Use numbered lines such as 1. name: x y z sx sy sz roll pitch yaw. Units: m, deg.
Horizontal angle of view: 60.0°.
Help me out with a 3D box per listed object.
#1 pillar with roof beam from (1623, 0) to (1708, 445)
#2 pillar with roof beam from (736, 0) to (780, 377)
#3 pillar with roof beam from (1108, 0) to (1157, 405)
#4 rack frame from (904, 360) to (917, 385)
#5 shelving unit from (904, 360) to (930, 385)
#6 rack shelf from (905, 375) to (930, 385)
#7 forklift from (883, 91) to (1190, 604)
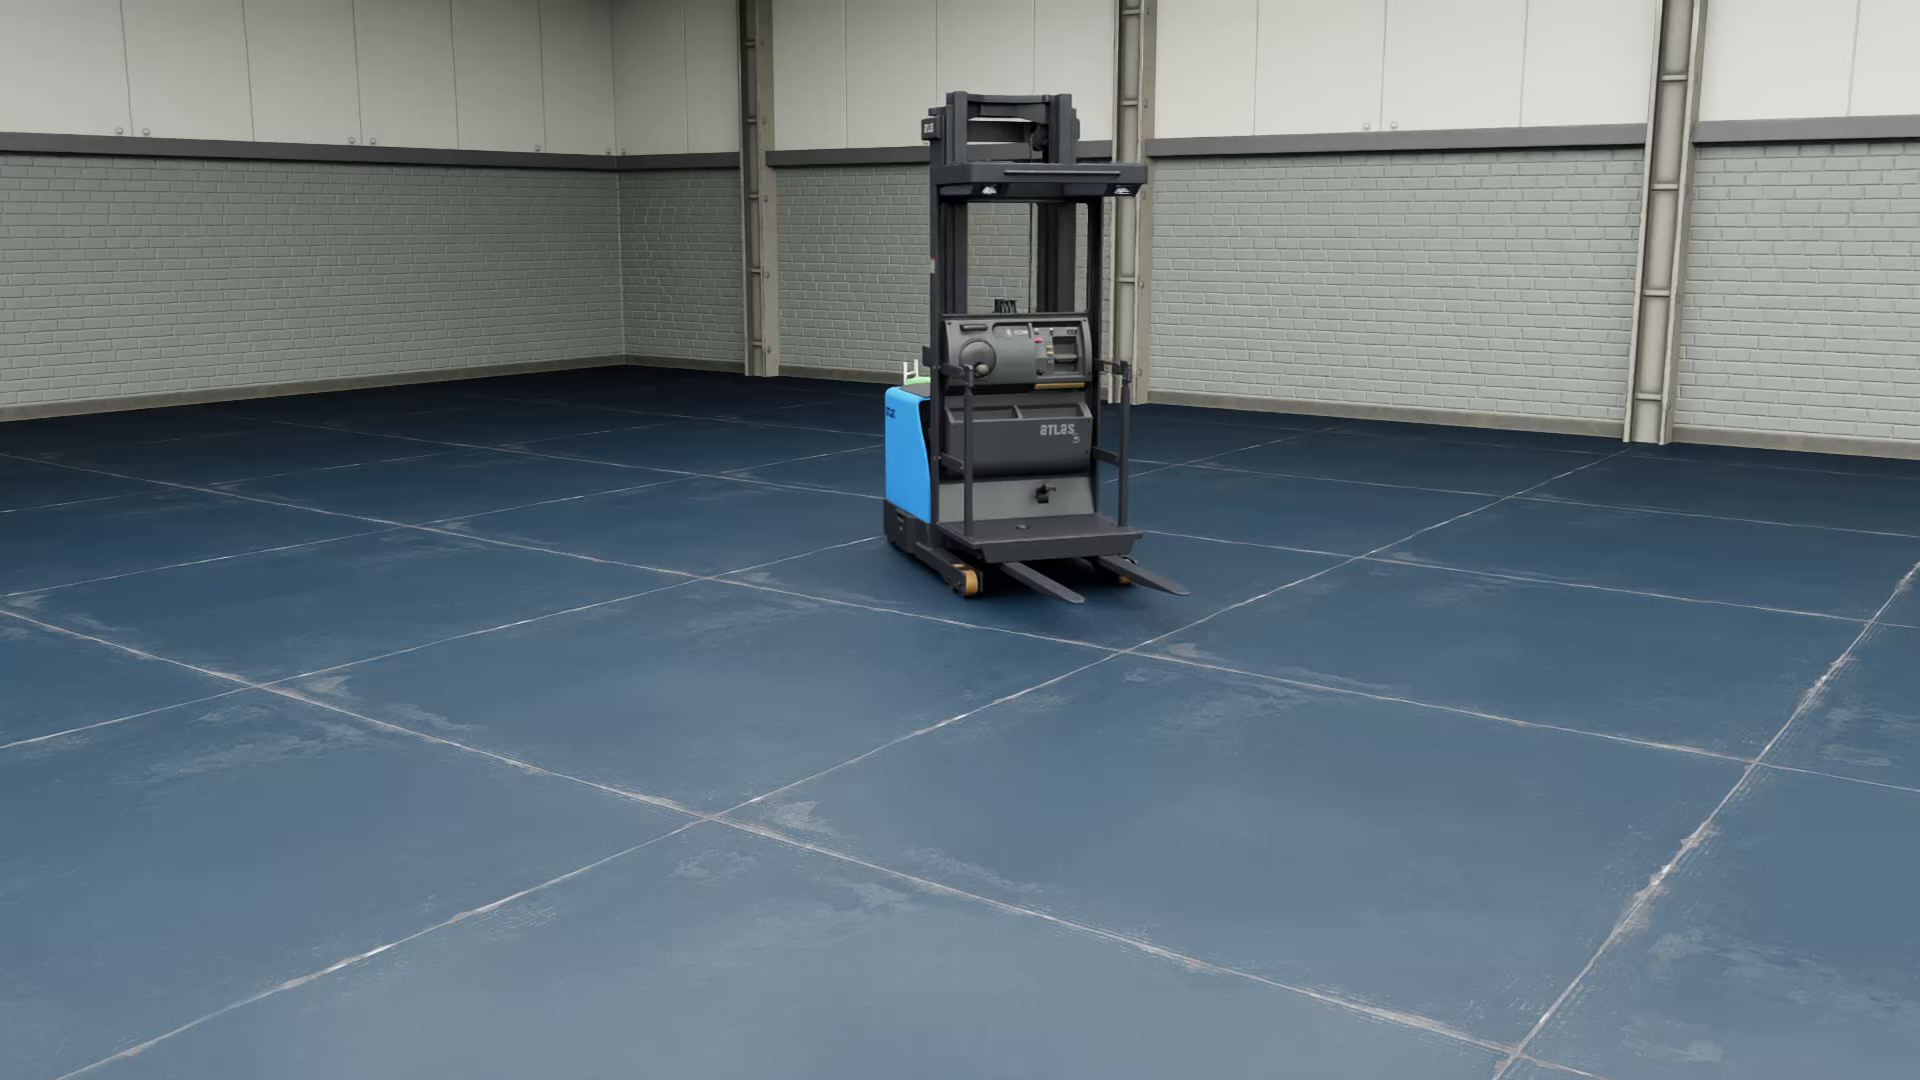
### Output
1. pillar with roof beam: 4.321 -4.743 12.354 0.400 9.000 9.100 8 13 36
2. pillar with roof beam: -5.351 -6.092 19.328 0.400 9.000 9.100 8 13 36
3. pillar with roof beam: -0.515 -5.418 15.841 0.400 9.000 9.100 8 13 36
4. rack frame: -0.349 -0.675 11.860 0.015 1.200 0.240 4 12 18
5. shelving unit: -0.118 -0.660 11.783 0.503 1.200 0.258 4 12 18
6. rack shelf: -0.118 -1.069 11.704 0.480 0.148 0.258 4 12 18
7. forklift: 0.430 -1.187 9.946 1.130 2.935 3.031 -4 12 -18
